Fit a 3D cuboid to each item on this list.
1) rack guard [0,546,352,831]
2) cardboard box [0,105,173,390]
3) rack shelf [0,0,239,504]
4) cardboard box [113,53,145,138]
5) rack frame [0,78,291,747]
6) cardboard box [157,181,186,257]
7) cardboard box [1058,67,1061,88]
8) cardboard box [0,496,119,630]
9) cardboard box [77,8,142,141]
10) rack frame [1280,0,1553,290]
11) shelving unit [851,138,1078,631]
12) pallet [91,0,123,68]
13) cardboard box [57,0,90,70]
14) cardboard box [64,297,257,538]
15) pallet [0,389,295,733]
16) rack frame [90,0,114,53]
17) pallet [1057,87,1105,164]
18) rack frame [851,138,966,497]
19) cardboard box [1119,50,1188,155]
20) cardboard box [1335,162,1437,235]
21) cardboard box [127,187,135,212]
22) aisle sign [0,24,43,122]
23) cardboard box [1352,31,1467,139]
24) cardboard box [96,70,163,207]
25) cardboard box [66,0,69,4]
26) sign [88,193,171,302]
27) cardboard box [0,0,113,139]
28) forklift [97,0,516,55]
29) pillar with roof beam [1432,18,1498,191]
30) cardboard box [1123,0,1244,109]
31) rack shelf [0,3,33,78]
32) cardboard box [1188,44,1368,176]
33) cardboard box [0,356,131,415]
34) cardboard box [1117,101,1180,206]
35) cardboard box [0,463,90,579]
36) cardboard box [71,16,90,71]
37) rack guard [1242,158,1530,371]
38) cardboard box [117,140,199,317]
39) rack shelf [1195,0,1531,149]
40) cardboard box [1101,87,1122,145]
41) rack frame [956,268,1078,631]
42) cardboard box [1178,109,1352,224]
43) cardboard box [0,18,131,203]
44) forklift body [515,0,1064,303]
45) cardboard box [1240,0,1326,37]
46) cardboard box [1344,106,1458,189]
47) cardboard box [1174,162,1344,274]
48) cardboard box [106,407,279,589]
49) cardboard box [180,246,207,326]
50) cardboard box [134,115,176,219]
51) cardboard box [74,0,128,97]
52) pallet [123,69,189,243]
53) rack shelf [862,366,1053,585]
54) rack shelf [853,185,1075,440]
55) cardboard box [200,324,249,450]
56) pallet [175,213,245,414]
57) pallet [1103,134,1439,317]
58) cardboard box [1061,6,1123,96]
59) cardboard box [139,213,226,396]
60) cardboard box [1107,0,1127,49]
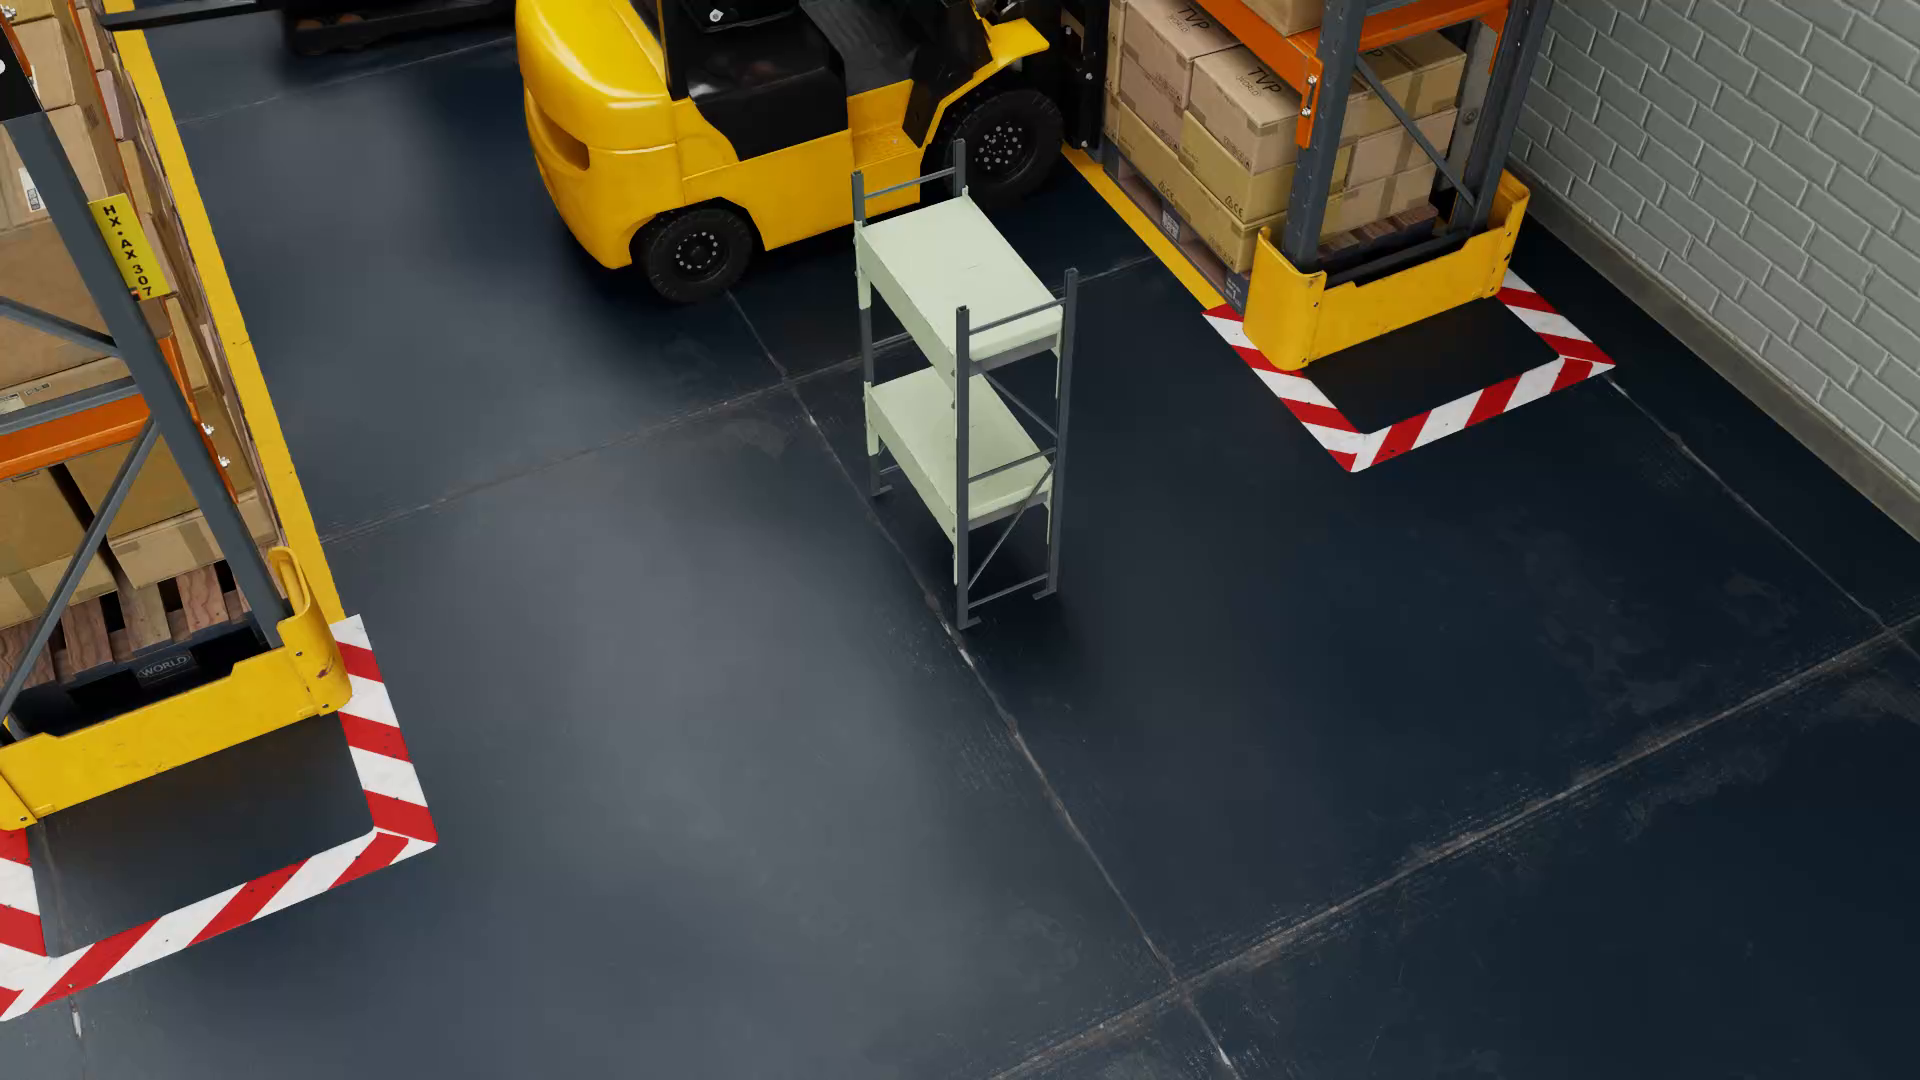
[{"bbox_3d":[-2.689,0.484,5.494,1.175,0.500,0.348,-21,52,-18],"label":"rack guard"},{"bbox_3d":[-2.624,-0.831,4.720,0.500,0.500,0.500,-22,52,-18],"label":"cardboard box"},{"bbox_3d":[-3.569,-1.390,5.951,1.077,0.370,4.000,-21,52,-18],"label":"rack shelf"},{"bbox_3d":[-3.975,-1.895,7.462,0.500,0.250,0.500,-19,52,-16],"label":"cardboard box"},{"bbox_3d":[-2.654,-0.288,4.509,1.000,3.000,0.127,-21,52,-18],"label":"rack frame"},{"bbox_3d":[-3.494,-1.200,6.855,0.500,0.250,0.500,-20,52,-17],"label":"cardboard box"},{"bbox_3d":[0.564,-2.453,7.950,0.500,0.250,0.500,-20,52,-16],"label":"cardboard box"},{"bbox_3d":[-3.274,0.015,5.792,0.500,0.250,0.500,-21,52,-18],"label":"cardboard box"},{"bbox_3d":[-3.741,-1.802,6.882,0.500,0.500,0.500,-20,52,-17],"label":"cardboard box"},{"bbox_3d":[1.758,-2.000,6.007,1.000,3.000,0.127,-21,52,-18],"label":"rack frame"},{"bbox_3d":[0.003,-0.489,5.682,0.431,1.500,0.755,-21,52,-18],"label":"shelving unit"},{"bbox_3d":[-4.842,-2.568,8.355,1.003,0.211,1.213,-21,52,-18],"label":"pallet"},{"bbox_3d":[-3.338,-1.855,5.616,0.500,0.500,0.500,-22,52,-18],"label":"cardboard box"},{"bbox_3d":[-2.789,-0.419,5.673,0.500,0.500,0.500,-23,53,-19],"label":"cardboard box"},{"bbox_3d":[-3.029,0.023,6.089,1.003,0.211,1.213,-21,52,-18],"label":"pallet"},{"bbox_3d":[-4.484,-2.965,6.851,1.000,3.000,0.127,-21,52,-18],"label":"rack frame"},{"bbox_3d":[0.816,-2.395,8.204,1.003,0.211,1.213,-21,52,-18],"label":"pallet"},{"bbox_3d":[-0.164,-0.734,5.896,0.400,1.500,0.023,-21,52,-18],"label":"rack frame"},{"bbox_3d":[1.037,-1.955,7.183,0.500,0.250,0.500,-22,52,-18],"label":"cardboard box"},{"bbox_3d":[1.707,-1.629,7.230,0.500,0.250,0.500,-21,52,-17],"label":"cardboard box"},{"bbox_3d":[-2.878,-1.059,5.350,0.380,0.149,0.250,-20,52,-17],"label":"cardboard box"},{"bbox_3d":[-2.350,-1.209,3.588,0.394,0.787,0.004,-21,52,-18],"label":"aisle sign"},{"bbox_3d":[1.706,-1.949,6.845,0.500,0.250,0.500,-22,52,-18],"label":"cardboard box"},{"bbox_3d":[-3.506,-1.460,6.584,0.500,0.500,0.500,-19,51,-16],"label":"cardboard box"},{"bbox_3d":[-3.598,-2.093,6.255,0.380,0.149,0.250,-22,52,-18],"label":"cardboard box"},{"bbox_3d":[-2.172,-0.760,4.347,0.100,0.325,0.005,-21,52,-18],"label":"sign"},{"bbox_3d":[-3.098,-1.517,5.320,0.500,0.500,0.500,-22,52,-18],"label":"cardboard box"},{"bbox_3d":[-3.128,-3.854,7.673,3.031,2.935,1.130,-13,50,-11],"label":"forklift"},{"bbox_3d":[-1.587,-3.269,3.131,9.100,9.000,0.400,-21,52,-18],"label":"pillar with roof beam"},{"bbox_3d":[1.031,-2.103,6.980,0.500,0.250,0.500,-20,52,-17],"label":"cardboard box"},{"bbox_3d":[-3.569,-2.377,4.821,1.077,0.370,4.000,-21,52,-18],"label":"rack shelf"},{"bbox_3d":[1.270,-1.763,6.683,0.500,0.250,0.500,-20,52,-16],"label":"cardboard box"},{"bbox_3d":[-2.625,-0.504,4.865,0.380,0.149,0.250,-21,52,-17],"label":"cardboard box"},{"bbox_3d":[1.043,-1.775,7.357,0.500,0.250,0.500,-21,52,-18],"label":"cardboard box"},{"bbox_3d":[-3.252,-0.214,5.494,0.500,0.500,0.500,-21,52,-17],"label":"cardboard box"},{"bbox_3d":[-3.358,-1.752,5.957,0.380,0.149,0.250,-21,52,-17],"label":"cardboard box"},{"bbox_3d":[1.769,-1.161,6.933,1.175,0.500,0.348,-21,52,-18],"label":"rack guard"},{"bbox_3d":[-3.254,-1.106,6.274,0.500,0.500,0.500,-20,52,-17],"label":"cardboard box"},{"bbox_3d":[0.843,-3.102,7.448,1.077,0.370,4.000,-21,52,-18],"label":"rack shelf"},{"bbox_3d":[0.822,-2.113,7.653,0.500,0.250,0.500,-21,52,-17],"label":"cardboard box"},{"bbox_3d":[0.171,-0.244,5.467,0.400,1.500,0.023,-21,52,-18],"label":"rack frame"},{"bbox_3d":[1.257,-1.616,6.886,0.500,0.250,0.500,-22,52,-18],"label":"cardboard box"},{"bbox_3d":[-2.864,-1.177,5.022,0.500,0.500,0.500,-20,52,-16],"label":"cardboard box"},{"bbox_3d":[-0.732,-2.361,6.886,2.313,2.155,1.214,-21,52,-18],"label":"forklift body"},{"bbox_3d":[1.299,-2.272,6.178,0.500,0.500,0.500,-22,52,-18],"label":"cardboard box"},{"bbox_3d":[1.727,-1.784,7.033,0.500,0.250,0.500,-20,52,-17],"label":"cardboard box"},{"bbox_3d":[1.262,-1.439,7.063,0.500,0.250,0.500,-21,52,-17],"label":"cardboard box"},{"bbox_3d":[-2.777,-0.156,5.941,0.500,0.250,0.500,-22,52,-18],"label":"cardboard box"},{"bbox_3d":[-3.265,-0.861,6.558,0.500,0.250,0.500,-18,51,-15],"label":"cardboard box"},{"bbox_3d":[-3.722,-1.542,7.154,0.500,0.250,0.500,-22,53,-18],"label":"cardboard box"},{"bbox_3d":[-3.975,-2.141,7.180,0.500,0.500,0.500,-22,52,-18],"label":"cardboard box"},{"bbox_3d":[-4.146,-1.610,7.518,1.003,0.211,1.213,-21,52,-18],"label":"pallet"},{"bbox_3d":[0.003,-0.275,5.927,0.431,0.370,0.720,-21,52,-18],"label":"rack shelf"},{"bbox_3d":[0.003,-0.746,5.388,0.431,0.370,0.720,-21,52,-18],"label":"rack shelf"},{"bbox_3d":[-3.004,-0.500,6.242,0.500,0.250,0.500,-19,52,-16],"label":"cardboard box"},{"bbox_3d":[-3.583,-0.792,6.803,1.003,0.211,1.213,-21,52,-18],"label":"pallet"},{"bbox_3d":[1.371,-1.580,7.491,1.003,0.211,1.213,-21,52,-18],"label":"pallet"},{"bbox_3d":[0.782,-2.293,7.479,0.500,0.250,0.500,-22,52,-18],"label":"cardboard box"},{"bbox_3d":[-3.032,-0.767,5.978,0.500,0.500,0.500,-23,53,-19],"label":"cardboard box"},{"bbox_3d":[0.791,-2.437,7.272,0.500,0.250,0.500,-21,52,-17],"label":"cardboard box"}]
